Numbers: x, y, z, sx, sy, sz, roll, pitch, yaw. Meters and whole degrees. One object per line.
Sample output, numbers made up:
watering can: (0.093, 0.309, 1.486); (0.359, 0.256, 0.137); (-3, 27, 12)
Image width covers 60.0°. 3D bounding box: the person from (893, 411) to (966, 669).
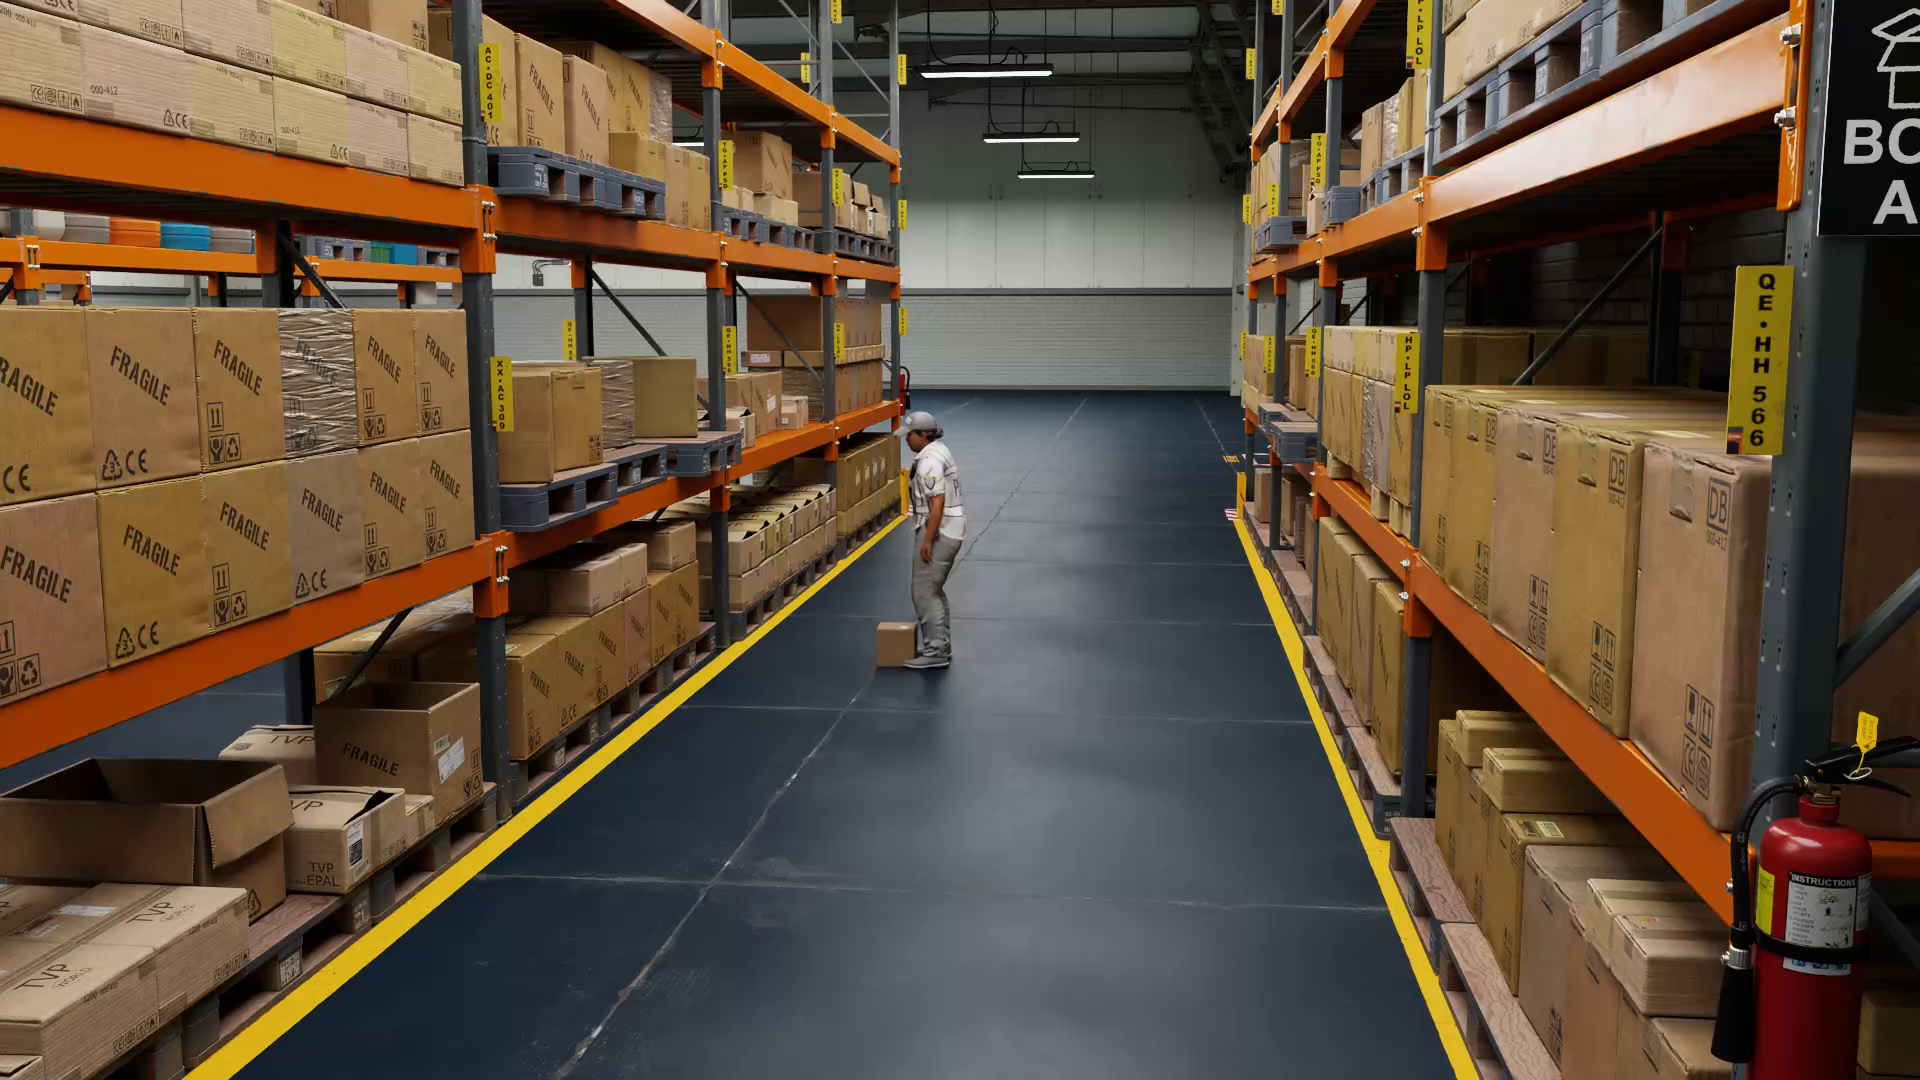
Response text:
person: (-0.195, -0.011, 10.859); (0.468, 1.665, 0.546); (1, 8, 4)
